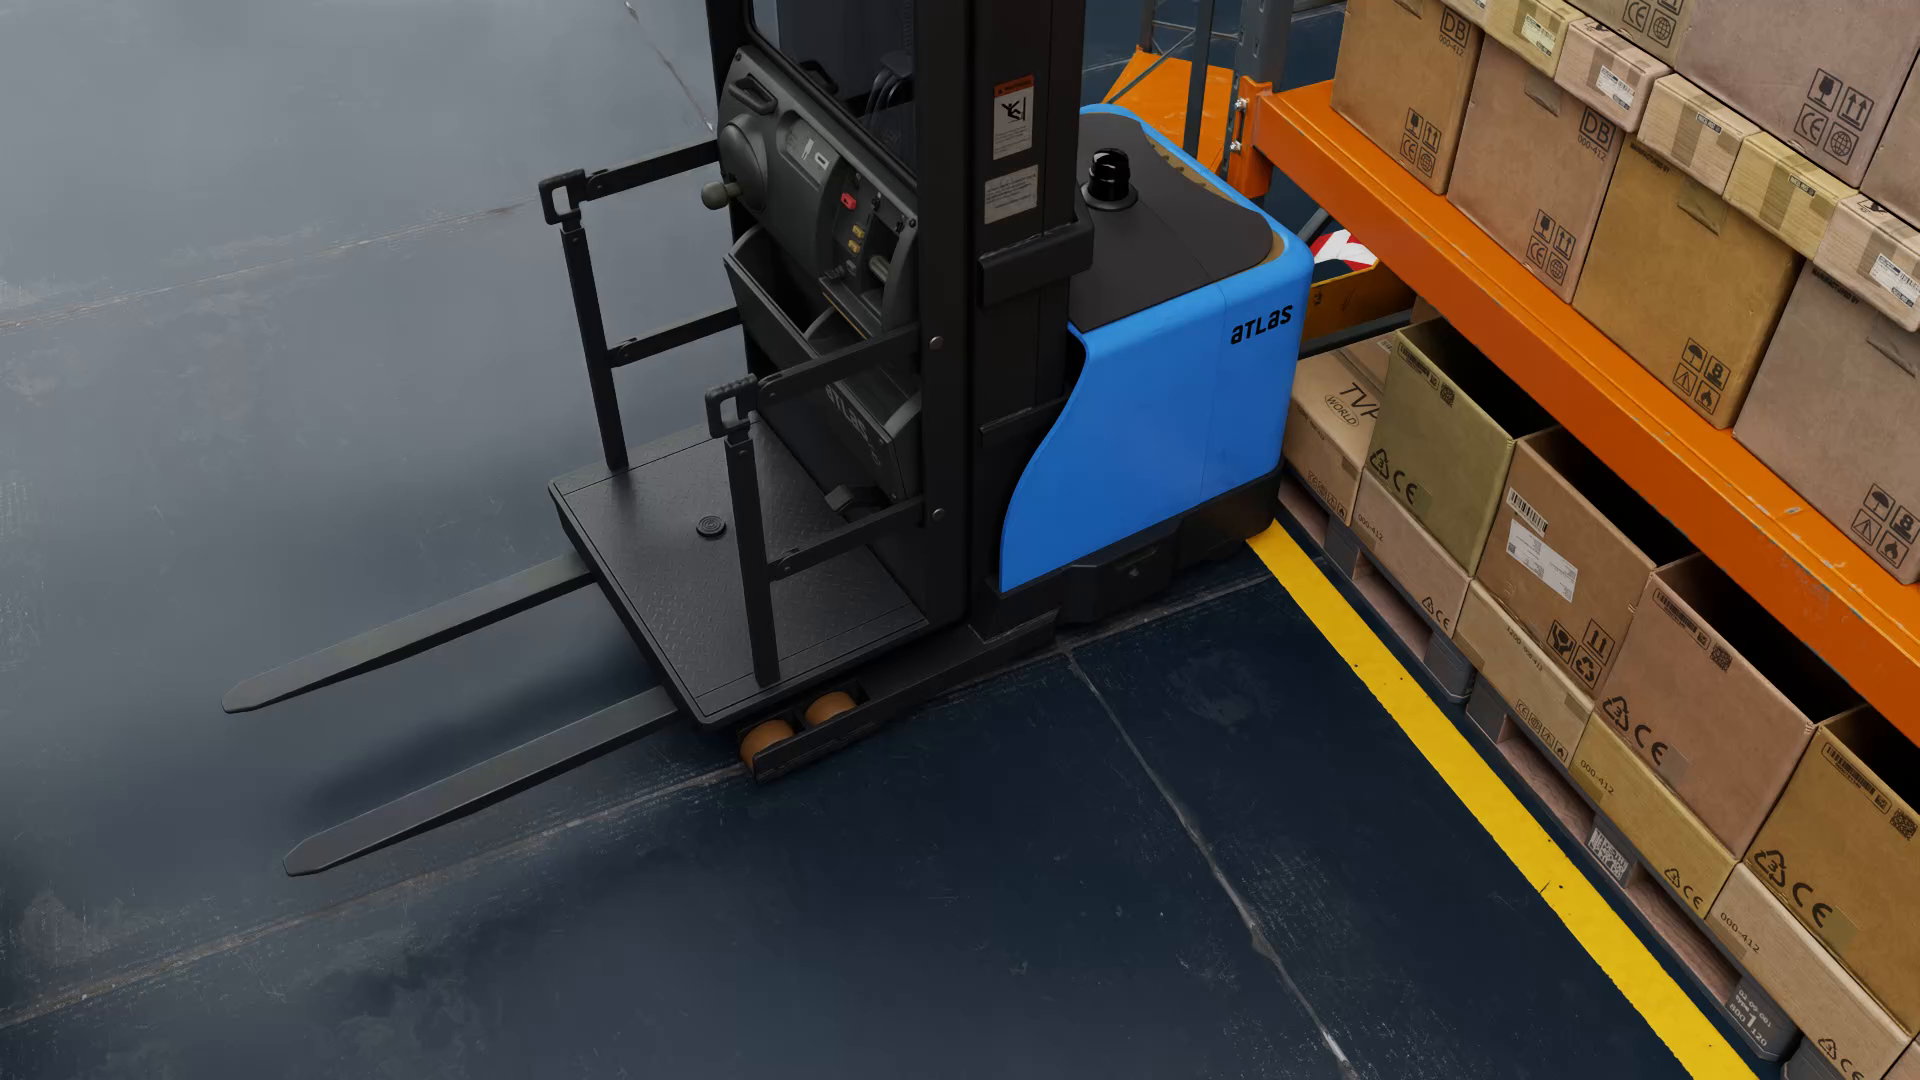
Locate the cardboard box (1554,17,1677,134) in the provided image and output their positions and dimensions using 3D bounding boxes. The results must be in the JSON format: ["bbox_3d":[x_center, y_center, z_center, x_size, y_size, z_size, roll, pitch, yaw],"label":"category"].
[{"bbox_3d":[1.550,-1.056,3.652,0.380,0.149,0.250,-19,48,-18],"label":"cardboard box"}]

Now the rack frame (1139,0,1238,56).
[{"bbox_3d":[0.900,-1.838,6.045,0.500,1.500,0.032,16,47,16],"label":"rack frame"}]

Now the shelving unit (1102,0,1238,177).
[{"bbox_3d":[0.701,-1.502,5.705,0.587,1.500,1.083,16,47,16],"label":"shelving unit"}]

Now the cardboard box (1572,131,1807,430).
[{"bbox_3d":[1.872,-0.675,3.727,0.700,0.500,0.500,-18,47,-17],"label":"cardboard box"}]

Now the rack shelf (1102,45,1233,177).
[{"bbox_3d":[0.705,-1.380,5.837,0.538,0.185,1.000,16,47,16],"label":"rack shelf"}]

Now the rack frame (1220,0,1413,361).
[{"bbox_3d":[1.259,-1.592,4.728,1.000,3.000,0.127,-18,47,-17],"label":"rack frame"}]

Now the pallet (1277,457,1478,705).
[{"bbox_3d":[1.619,-0.124,5.226,1.003,0.211,1.213,-18,47,-17],"label":"pallet"}]

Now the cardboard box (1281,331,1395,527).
[{"bbox_3d":[1.283,-0.355,5.133,0.500,0.250,0.500,-18,47,-17],"label":"cardboard box"}]

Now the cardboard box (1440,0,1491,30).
[{"bbox_3d":[1.342,-1.377,3.977,0.380,0.149,0.250,-19,48,-18],"label":"cardboard box"}]

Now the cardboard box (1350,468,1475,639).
[{"bbox_3d":[1.496,-0.038,4.811,0.500,0.250,0.500,-18,47,-17],"label":"cardboard box"}]

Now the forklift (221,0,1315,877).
[{"bbox_3d":[-0.537,-0.812,3.986,3.031,2.935,1.130,-23,49,-22],"label":"forklift"}]

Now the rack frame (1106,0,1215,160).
[{"bbox_3d":[0.510,-1.178,5.376,0.500,1.500,0.032,16,47,16],"label":"rack frame"}]

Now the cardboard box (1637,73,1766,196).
[{"bbox_3d":[1.664,-0.887,3.481,0.380,0.149,0.250,-20,48,-19],"label":"cardboard box"}]

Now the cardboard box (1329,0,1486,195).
[{"bbox_3d":[1.444,-1.326,4.387,0.700,0.500,0.500,-18,47,-17],"label":"cardboard box"}]

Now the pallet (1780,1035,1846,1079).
[{"bbox_3d":[2.644,1.431,3.650,1.003,0.211,1.213,-18,47,-17],"label":"pallet"}]

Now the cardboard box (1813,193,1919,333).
[{"bbox_3d":[1.874,-0.565,3.154,0.380,0.149,0.250,-18,47,-17],"label":"cardboard box"}]

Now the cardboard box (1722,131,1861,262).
[{"bbox_3d":[1.772,-0.725,3.316,0.380,0.149,0.250,-19,48,-18],"label":"cardboard box"}]

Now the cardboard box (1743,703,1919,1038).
[{"bbox_3d":[2.134,0.649,3.581,0.500,0.500,0.500,-18,47,-17],"label":"cardboard box"}]

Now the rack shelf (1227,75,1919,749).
[{"bbox_3d":[2.100,-0.061,3.689,1.077,0.370,4.000,-18,47,-17],"label":"rack shelf"}]

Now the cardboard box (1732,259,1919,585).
[{"bbox_3d":[2.097,-0.340,3.388,0.700,0.500,0.500,-17,47,-16],"label":"cardboard box"}]

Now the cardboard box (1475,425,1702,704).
[{"bbox_3d":[1.716,0.011,4.228,0.500,0.500,0.500,-18,47,-17],"label":"cardboard box"}]

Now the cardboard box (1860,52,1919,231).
[{"bbox_3d":[2.115,-0.781,2.911,0.700,0.500,0.500,-18,47,-17],"label":"cardboard box"}]

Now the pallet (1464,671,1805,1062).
[{"bbox_3d":[2.128,0.652,4.439,1.003,0.211,1.213,-18,47,-17],"label":"pallet"}]

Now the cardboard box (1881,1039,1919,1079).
[{"bbox_3d":[2.346,1.234,3.522,0.500,0.250,0.500,-18,47,-17],"label":"cardboard box"}]

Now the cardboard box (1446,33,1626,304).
[{"bbox_3d":[1.669,-0.993,4.049,0.700,0.500,0.500,-17,47,-16],"label":"cardboard box"}]

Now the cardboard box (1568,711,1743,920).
[{"bbox_3d":[1.912,0.601,4.164,0.500,0.250,0.500,-18,47,-17],"label":"cardboard box"}]

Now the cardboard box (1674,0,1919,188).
[{"bbox_3d":[1.905,-1.100,3.234,0.700,0.500,0.500,-18,47,-17],"label":"cardboard box"}]

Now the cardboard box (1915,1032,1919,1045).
[{"bbox_3d":[2.348,0.966,3.260,0.500,0.500,0.500,-18,47,-17],"label":"cardboard box"}]

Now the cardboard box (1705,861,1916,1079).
[{"bbox_3d":[2.123,0.920,3.841,0.500,0.250,0.500,-18,47,-17],"label":"cardboard box"}]

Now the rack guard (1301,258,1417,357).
[{"bbox_3d":[1.249,-0.717,5.621,1.175,0.500,0.348,-18,47,-17],"label":"rack guard"}]

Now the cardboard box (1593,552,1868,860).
[{"bbox_3d":[1.911,0.335,3.900,0.500,0.500,0.500,-18,47,-17],"label":"cardboard box"}]

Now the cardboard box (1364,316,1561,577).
[{"bbox_3d":[1.495,-0.304,4.547,0.500,0.500,0.500,-18,47,-17],"label":"cardboard box"}]

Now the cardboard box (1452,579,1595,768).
[{"bbox_3d":[1.706,0.281,4.488,0.500,0.250,0.500,-18,47,-17],"label":"cardboard box"}]

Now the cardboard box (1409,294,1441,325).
[{"bbox_3d":[1.754,-0.776,5.025,0.500,0.500,0.500,-18,47,-17],"label":"cardboard box"}]

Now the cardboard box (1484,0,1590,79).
[{"bbox_3d":[1.446,-1.218,3.816,0.380,0.149,0.250,-18,47,-17],"label":"cardboard box"}]

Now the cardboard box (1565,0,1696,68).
[{"bbox_3d":[1.692,-1.421,3.559,0.700,0.500,0.500,-19,48,-18],"label":"cardboard box"}]
